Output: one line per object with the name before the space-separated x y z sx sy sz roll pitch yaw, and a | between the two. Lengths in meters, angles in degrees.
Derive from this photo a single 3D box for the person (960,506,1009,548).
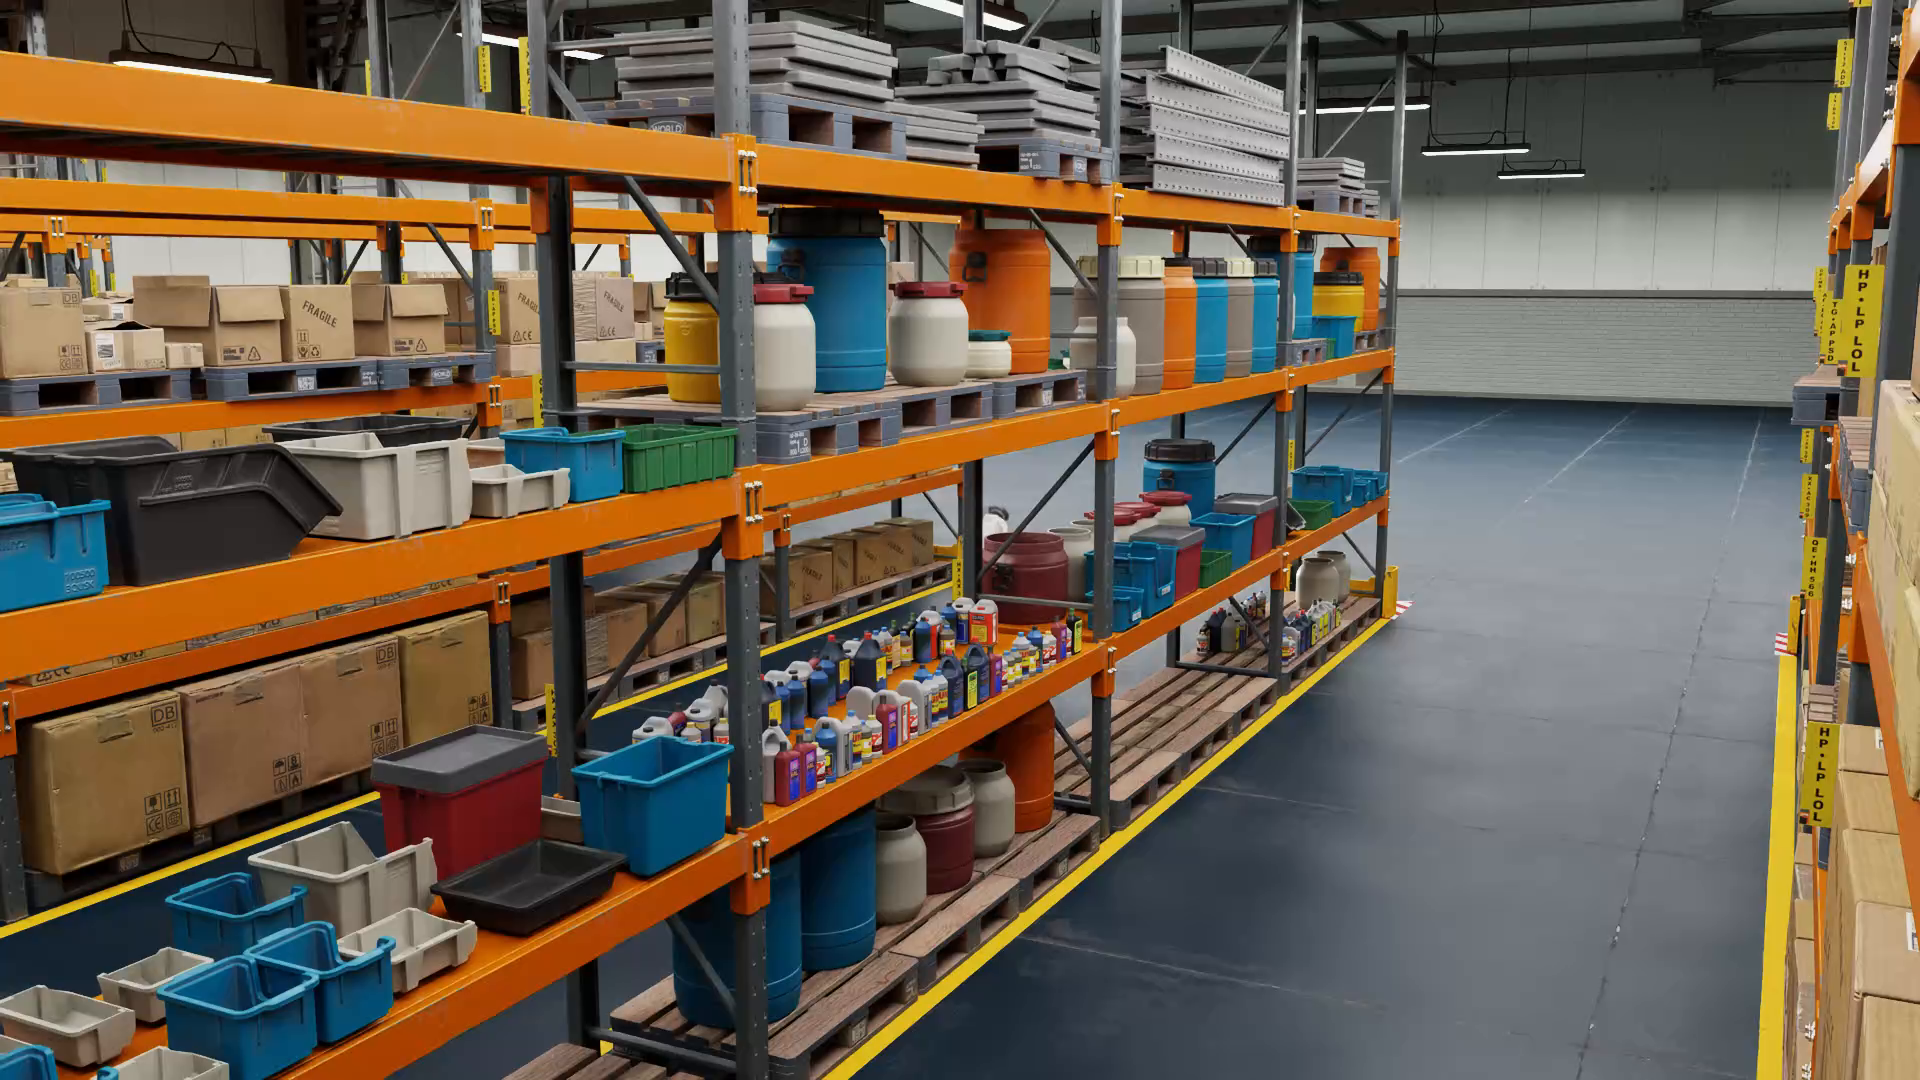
person | 0.314 0.151 18.534 0.452 0.999 0.918 4 10 22
